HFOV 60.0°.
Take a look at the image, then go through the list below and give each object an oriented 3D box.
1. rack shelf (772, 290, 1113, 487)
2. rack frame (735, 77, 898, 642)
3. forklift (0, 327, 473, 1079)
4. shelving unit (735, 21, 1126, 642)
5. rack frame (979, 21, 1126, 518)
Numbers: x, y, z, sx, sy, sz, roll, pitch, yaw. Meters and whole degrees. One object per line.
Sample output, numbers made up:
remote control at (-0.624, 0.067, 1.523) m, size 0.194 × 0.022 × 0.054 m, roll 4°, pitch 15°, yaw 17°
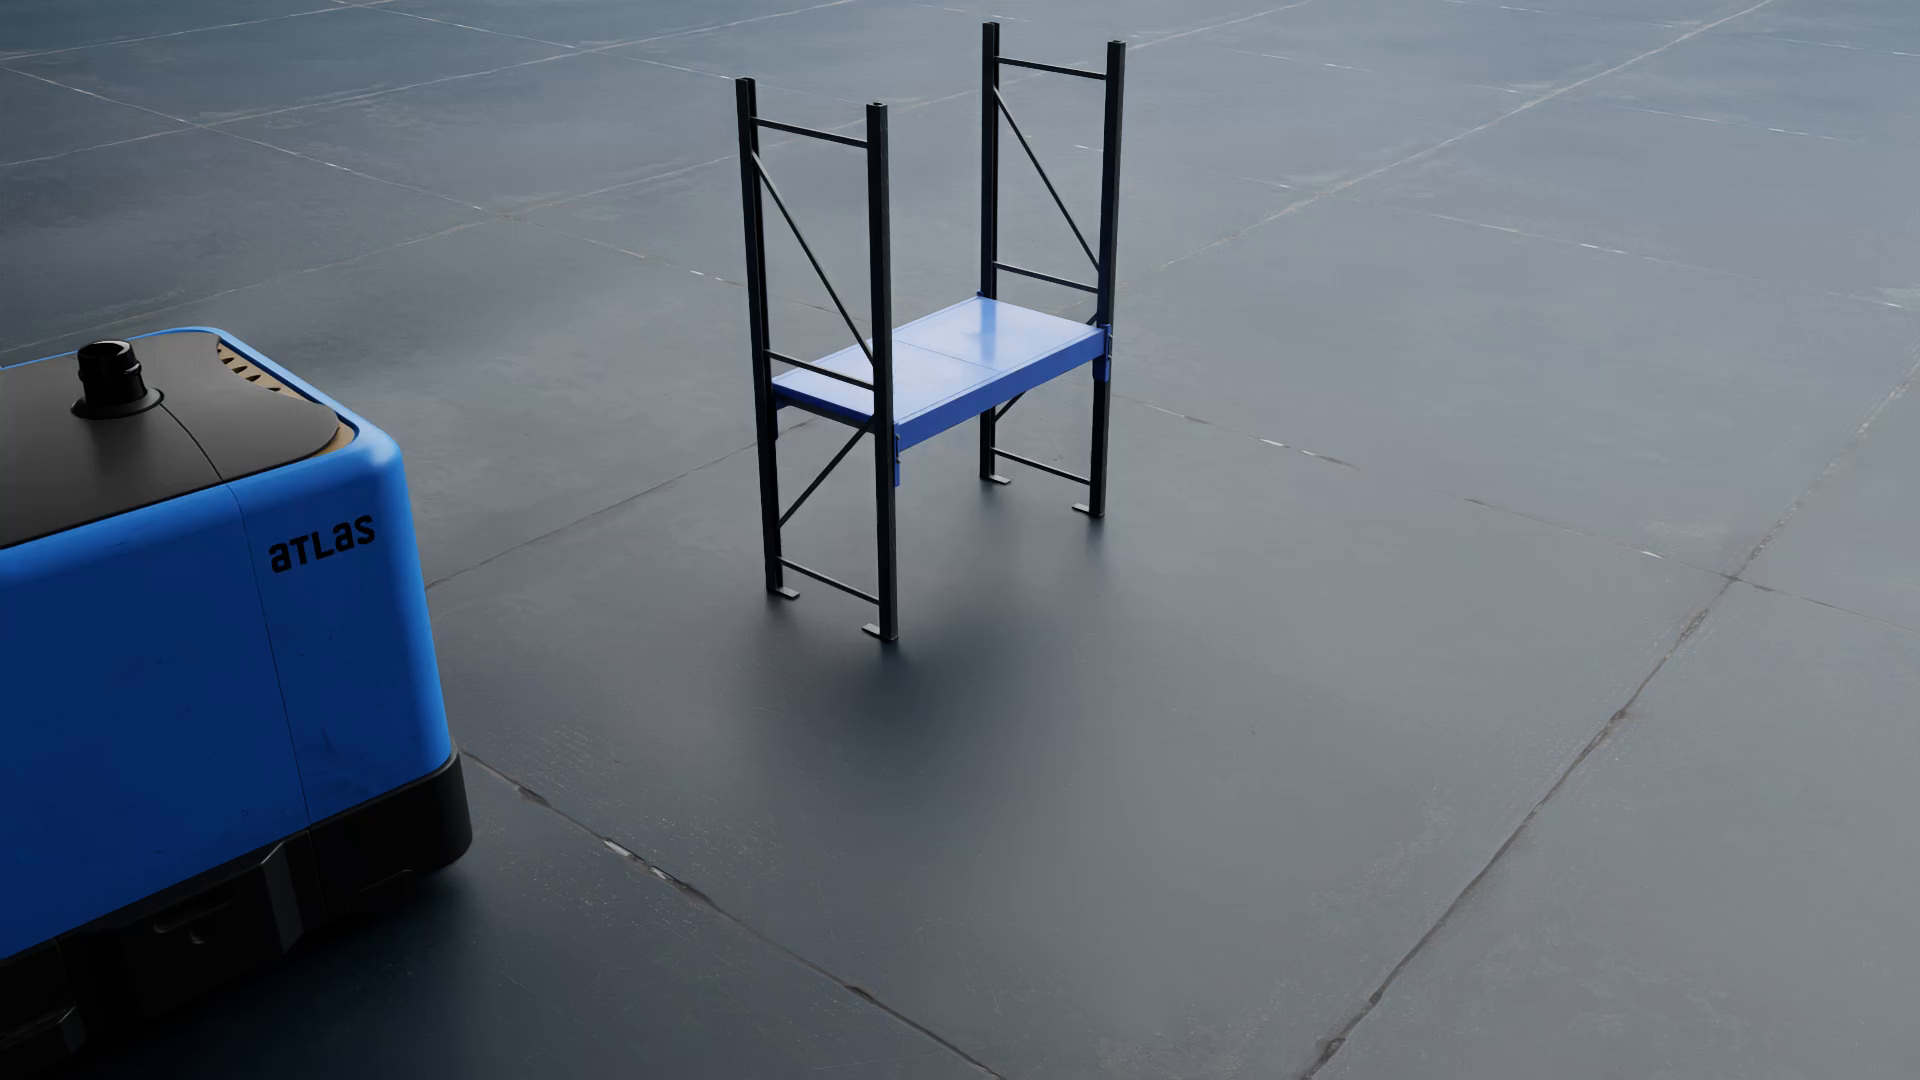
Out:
rack shelf at (-0.054, -0.476, 4.930) m, size 0.538 × 0.185 × 1.000 m, roll 21°, pitch 34°, yaw 34°
rack frame at (-0.378, -0.456, 4.499) m, size 0.500 × 1.500 × 0.032 m, roll 21°, pitch 34°, yaw 34°
forklift at (-2.524, -0.246, 2.535) m, size 3.031 × 2.935 × 1.130 m, roll -23°, pitch 35°, yaw -38°
shelving unit at (-0.054, -0.636, 4.847) m, size 0.538 × 1.500 × 1.048 m, roll 21°, pitch 34°, yaw 34°
rack frame at (0.269, -0.816, 5.195) m, size 0.500 × 1.500 × 0.032 m, roll 21°, pitch 34°, yaw 34°
